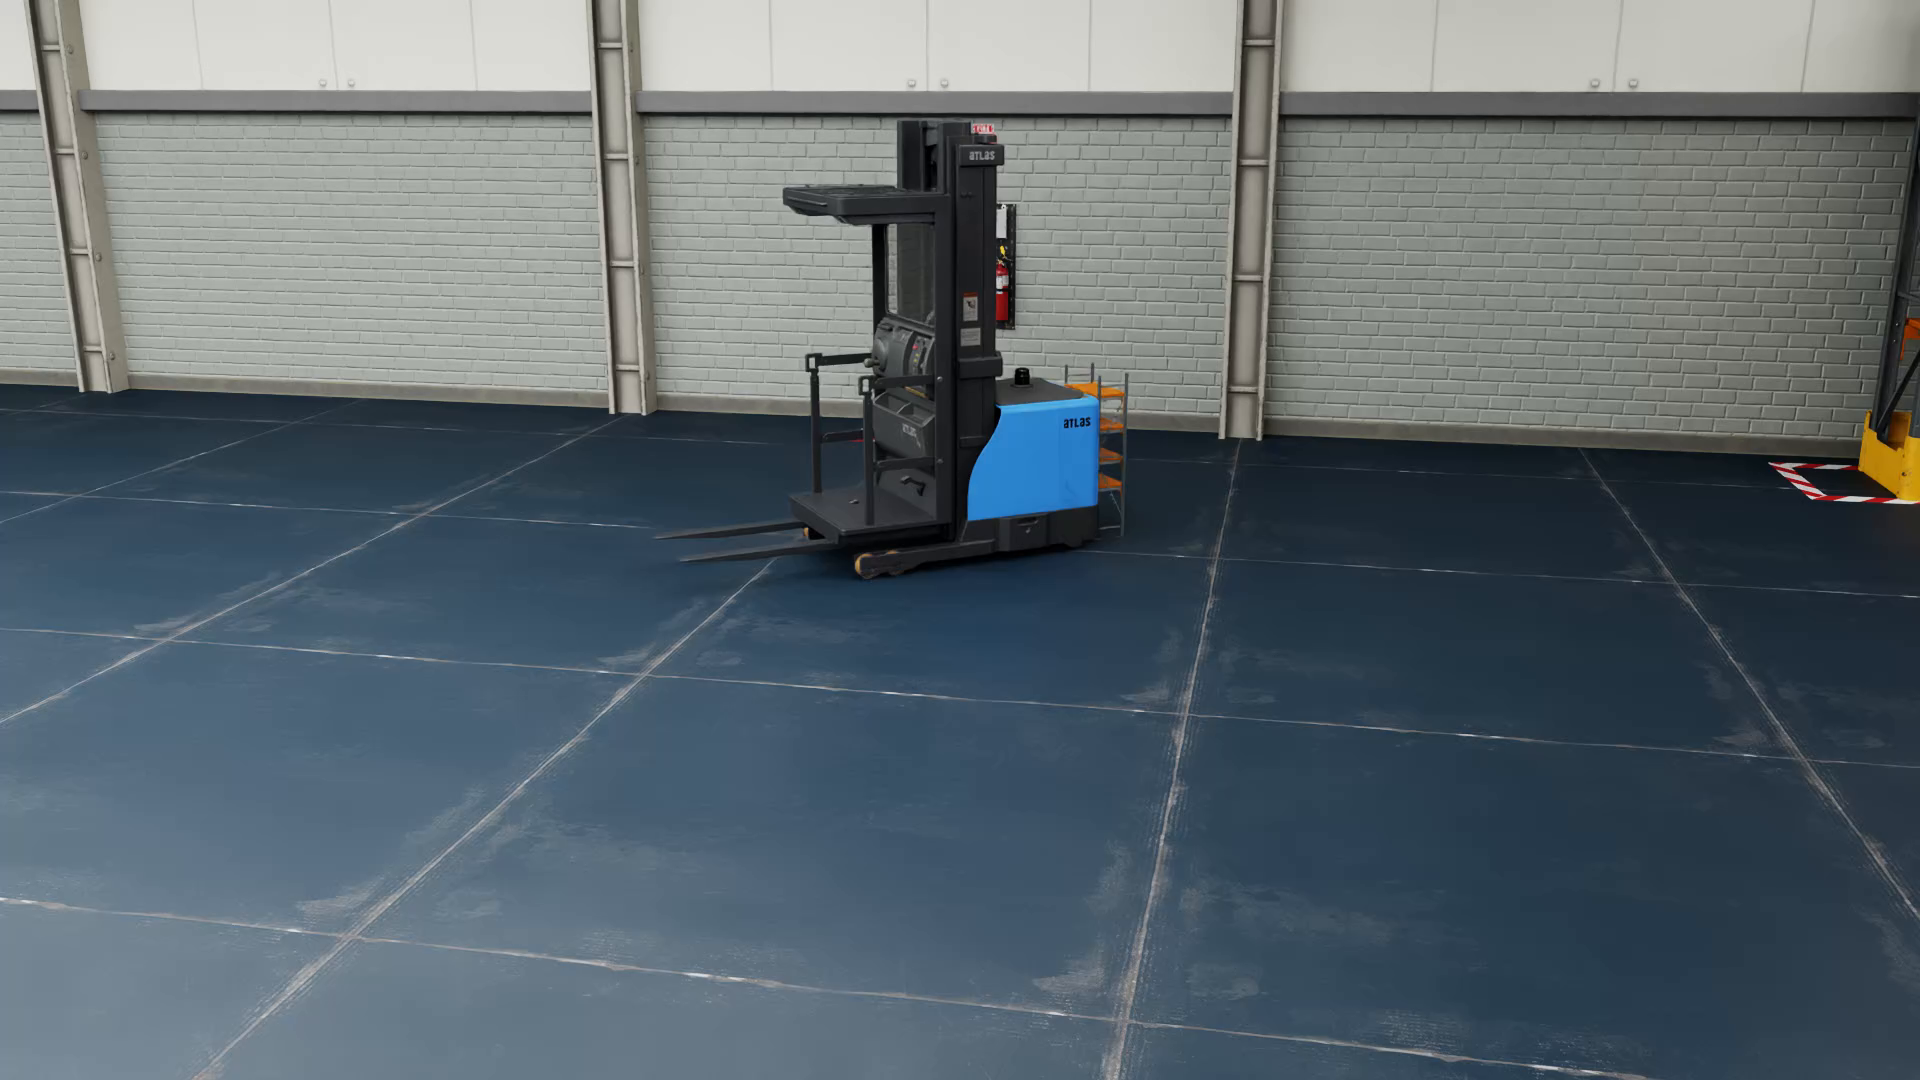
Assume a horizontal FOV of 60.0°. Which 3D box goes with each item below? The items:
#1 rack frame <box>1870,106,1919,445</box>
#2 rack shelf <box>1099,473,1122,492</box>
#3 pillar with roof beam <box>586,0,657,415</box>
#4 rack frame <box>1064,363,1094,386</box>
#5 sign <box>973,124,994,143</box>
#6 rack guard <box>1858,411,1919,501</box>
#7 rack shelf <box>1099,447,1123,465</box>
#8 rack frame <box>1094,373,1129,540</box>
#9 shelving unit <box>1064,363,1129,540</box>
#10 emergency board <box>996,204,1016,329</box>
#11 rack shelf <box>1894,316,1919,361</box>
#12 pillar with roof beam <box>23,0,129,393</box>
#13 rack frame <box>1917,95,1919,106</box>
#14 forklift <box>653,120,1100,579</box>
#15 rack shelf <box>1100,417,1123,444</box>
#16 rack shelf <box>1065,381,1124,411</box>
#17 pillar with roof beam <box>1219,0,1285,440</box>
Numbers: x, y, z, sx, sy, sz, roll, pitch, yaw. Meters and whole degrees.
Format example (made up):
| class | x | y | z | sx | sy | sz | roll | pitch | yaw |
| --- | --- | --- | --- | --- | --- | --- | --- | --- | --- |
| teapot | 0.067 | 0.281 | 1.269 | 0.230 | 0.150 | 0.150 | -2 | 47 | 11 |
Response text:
| class | x | y | z | sx | sy | sz | roll | pitch | yaw |
| --- | --- | --- | --- | --- | --- | --- | --- | --- | --- |
| rack frame | 7.638 | -1.904 | 13.247 | 0.127 | 3.000 | 1.000 | 3 | 16 | 11 |
| rack shelf | 0.974 | -0.392 | 12.154 | 0.258 | 0.148 | 0.480 | -7 | 17 | -24 |
| pillar with roof beam | -4.121 | -4.497 | 11.368 | 0.400 | 9.000 | 9.100 | 3 | 16 | 11 |
| rack frame | 0.871 | -0.708 | 12.296 | 0.240 | 1.200 | 0.015 | -7 | 17 | -24 |
| sign | 0.215 | -3.698 | 15.379 | 0.199 | 0.298 | 0.001 | 3 | 16 | 11 |
| rack guard | 7.713 | -0.696 | 13.567 | 0.348 | 0.500 | 1.175 | 3 | 16 | 11 |
| rack shelf | 0.974 | -0.584 | 12.101 | 0.258 | 0.148 | 0.480 | -7 | 17 | -24 |
| rack frame | 1.078 | -0.590 | 11.871 | 0.240 | 1.200 | 0.015 | -7 | 17 | -24 |
| shelving unit | 0.975 | -0.649 | 12.083 | 0.258 | 1.200 | 0.503 | -7 | 17 | -24 |
| emergency board | 0.203 | -2.554 | 15.593 | 0.643 | 1.169 | 0.194 | 3 | 16 | 11 |
| rack shelf | 9.598 | -1.451 | 12.959 | 4.000 | 0.370 | 1.077 | 3 | 16 | 11 |
| pillar with roof beam | -10.000 | -4.816 | 12.520 | 0.400 | 9.000 | 9.100 | 3 | 16 | 11 |
| rack frame | 7.638 | -4.795 | 12.447 | 0.127 | 3.000 | 1.000 | 3 | 16 | 11 |
| forklift | -0.570 | -1.315 | 11.249 | 3.031 | 2.935 | 1.130 | -7 | 17 | -24 |
| rack shelf | 0.975 | -0.799 | 12.042 | 0.258 | 0.148 | 0.480 | -7 | 17 | -24 |
| rack shelf | 0.976 | -1.027 | 11.979 | 0.258 | 0.148 | 0.480 | -7 | 17 | -24 |
| pillar with roof beam | 1.759 | -4.177 | 10.216 | 0.400 | 9.000 | 9.100 | 3 | 16 | 11 |
